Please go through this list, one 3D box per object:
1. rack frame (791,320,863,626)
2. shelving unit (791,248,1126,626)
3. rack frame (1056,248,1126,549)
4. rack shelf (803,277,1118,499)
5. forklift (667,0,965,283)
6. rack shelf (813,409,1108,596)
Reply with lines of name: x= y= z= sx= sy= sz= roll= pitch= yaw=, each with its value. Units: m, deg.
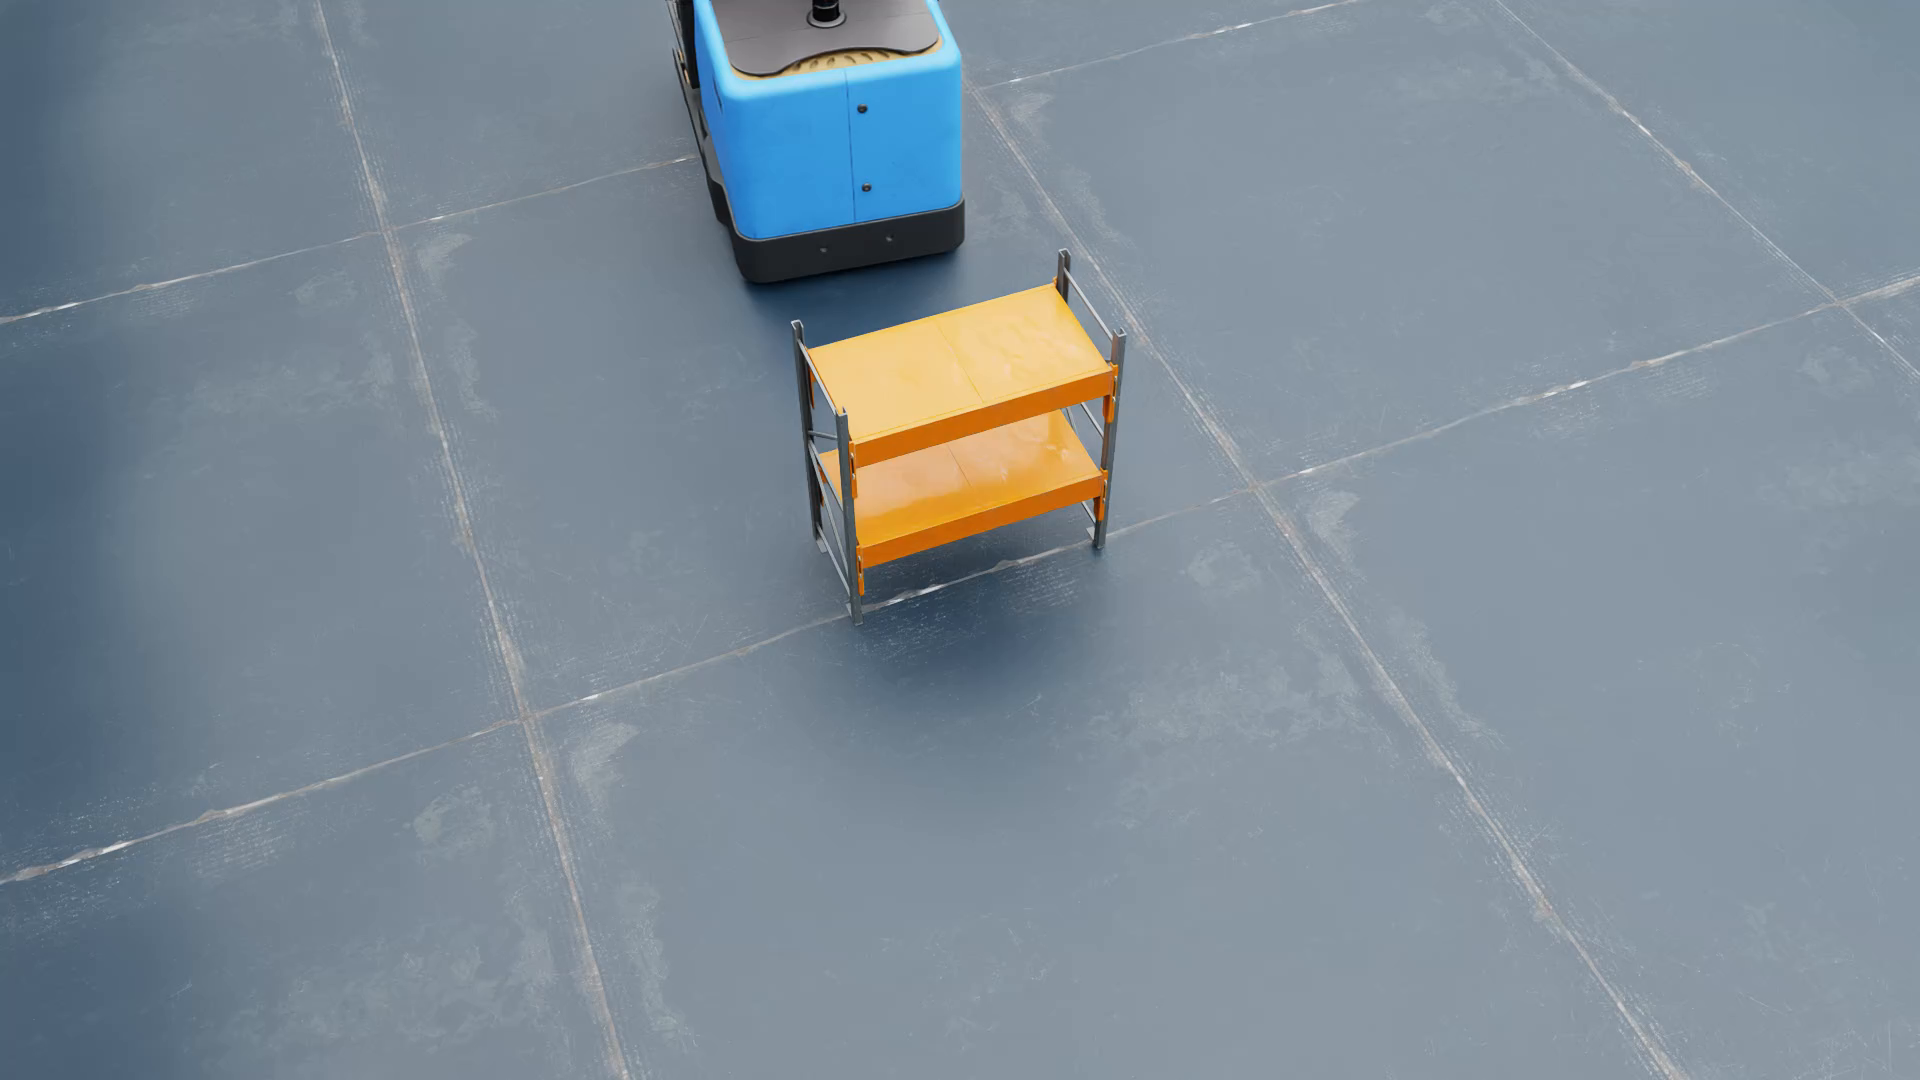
rack frame: x=-0.477 y=-0.219 z=6.037 sx=0.032 sy=1.125 sz=0.500 roll=-17 pitch=52 yaw=-14
shelving unit: x=-0.006 y=-0.365 z=6.162 sx=1.048 sy=1.125 sz=0.538 roll=-17 pitch=52 yaw=-14
rack frame: x=0.464 y=-0.510 z=6.288 sx=0.032 sy=1.125 sz=0.500 roll=-17 pitch=52 yaw=-14
rack shelf: x=-0.006 y=-0.555 z=5.940 sx=1.000 sy=0.278 sz=0.538 roll=-17 pitch=52 yaw=-14
forklift: x=-0.855 y=-3.259 z=7.458 sx=1.130 sy=2.935 sz=3.031 roll=-12 pitch=50 yaw=-10
rack shelf: x=-0.006 y=-0.205 z=6.348 sx=1.000 sy=0.278 sz=0.538 roll=-17 pitch=52 yaw=-14
